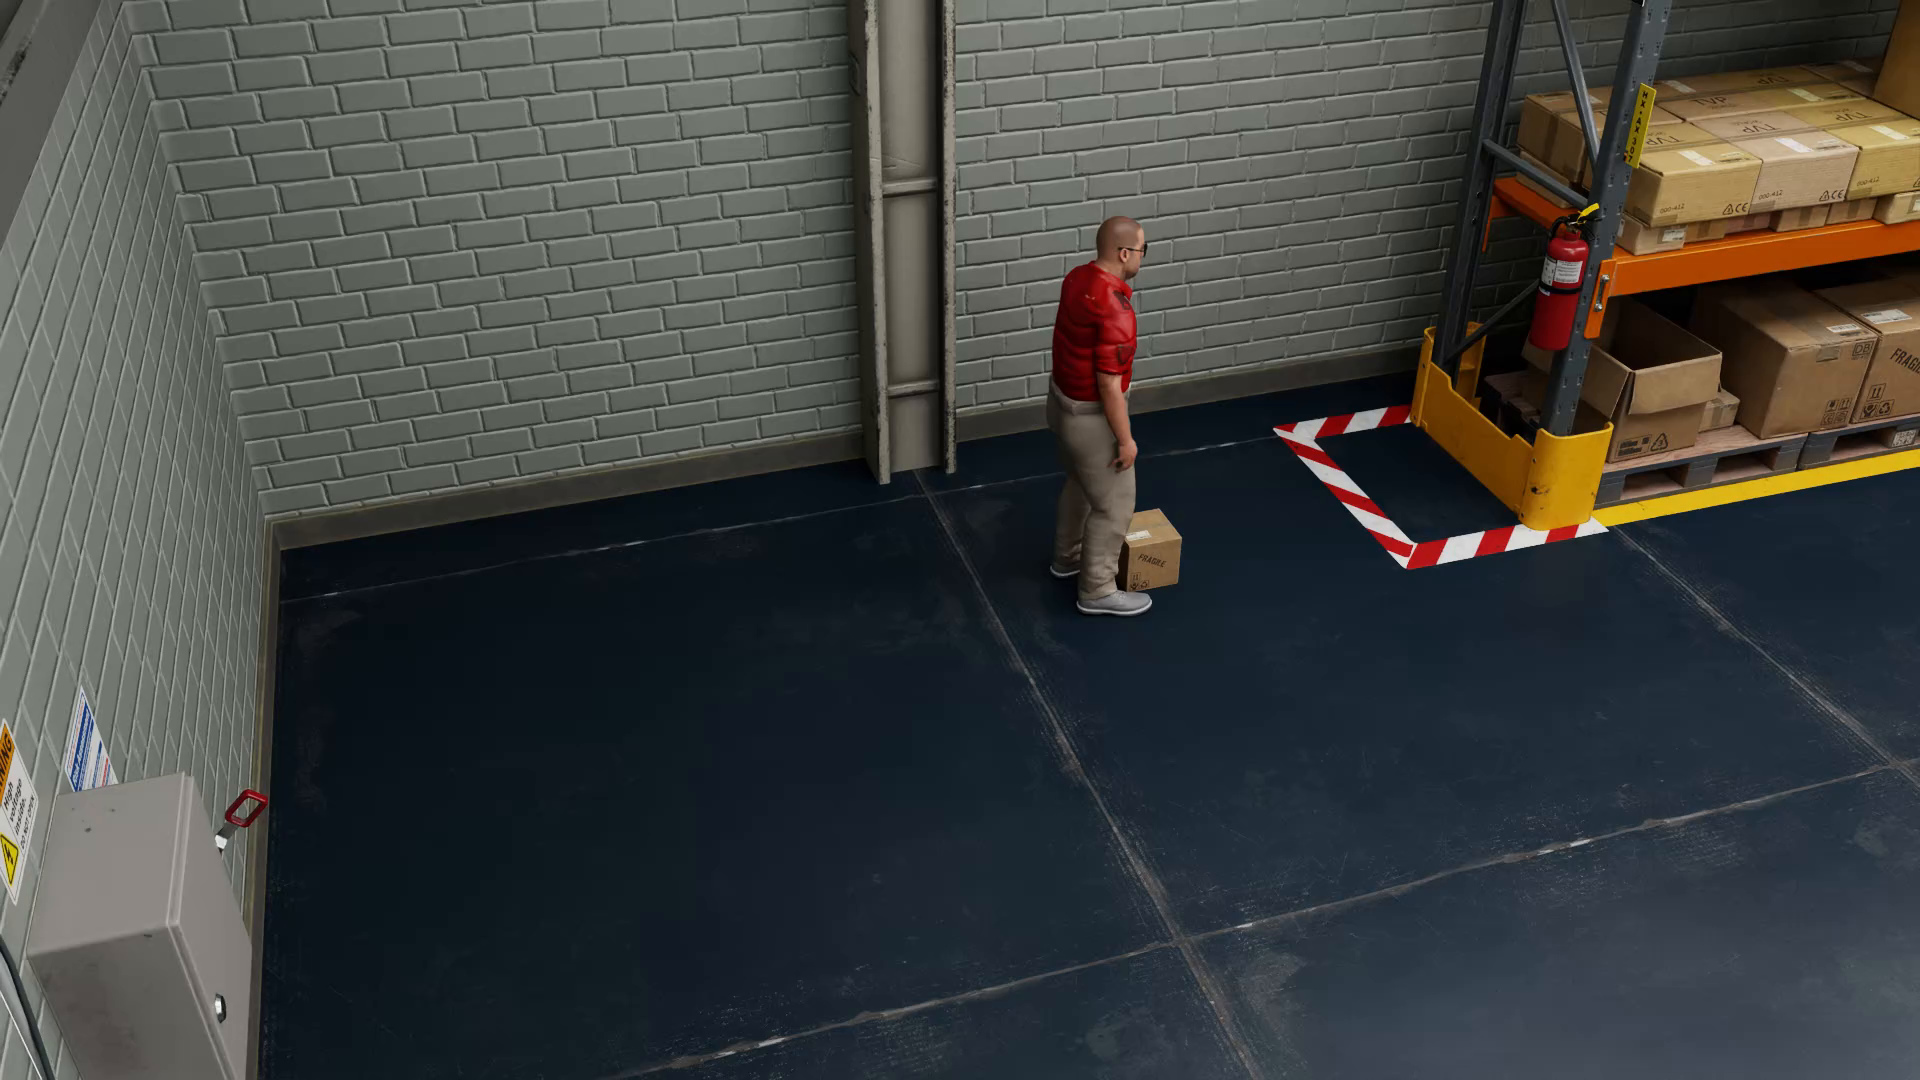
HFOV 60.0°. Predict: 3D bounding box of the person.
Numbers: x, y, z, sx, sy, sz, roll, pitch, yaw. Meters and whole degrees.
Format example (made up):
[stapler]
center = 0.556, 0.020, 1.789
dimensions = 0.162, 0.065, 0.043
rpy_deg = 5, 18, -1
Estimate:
[person]
center = 0.578, -0.518, 6.931
dimensions = 0.396, 1.726, 0.585
rpy_deg = -10, 35, -15
